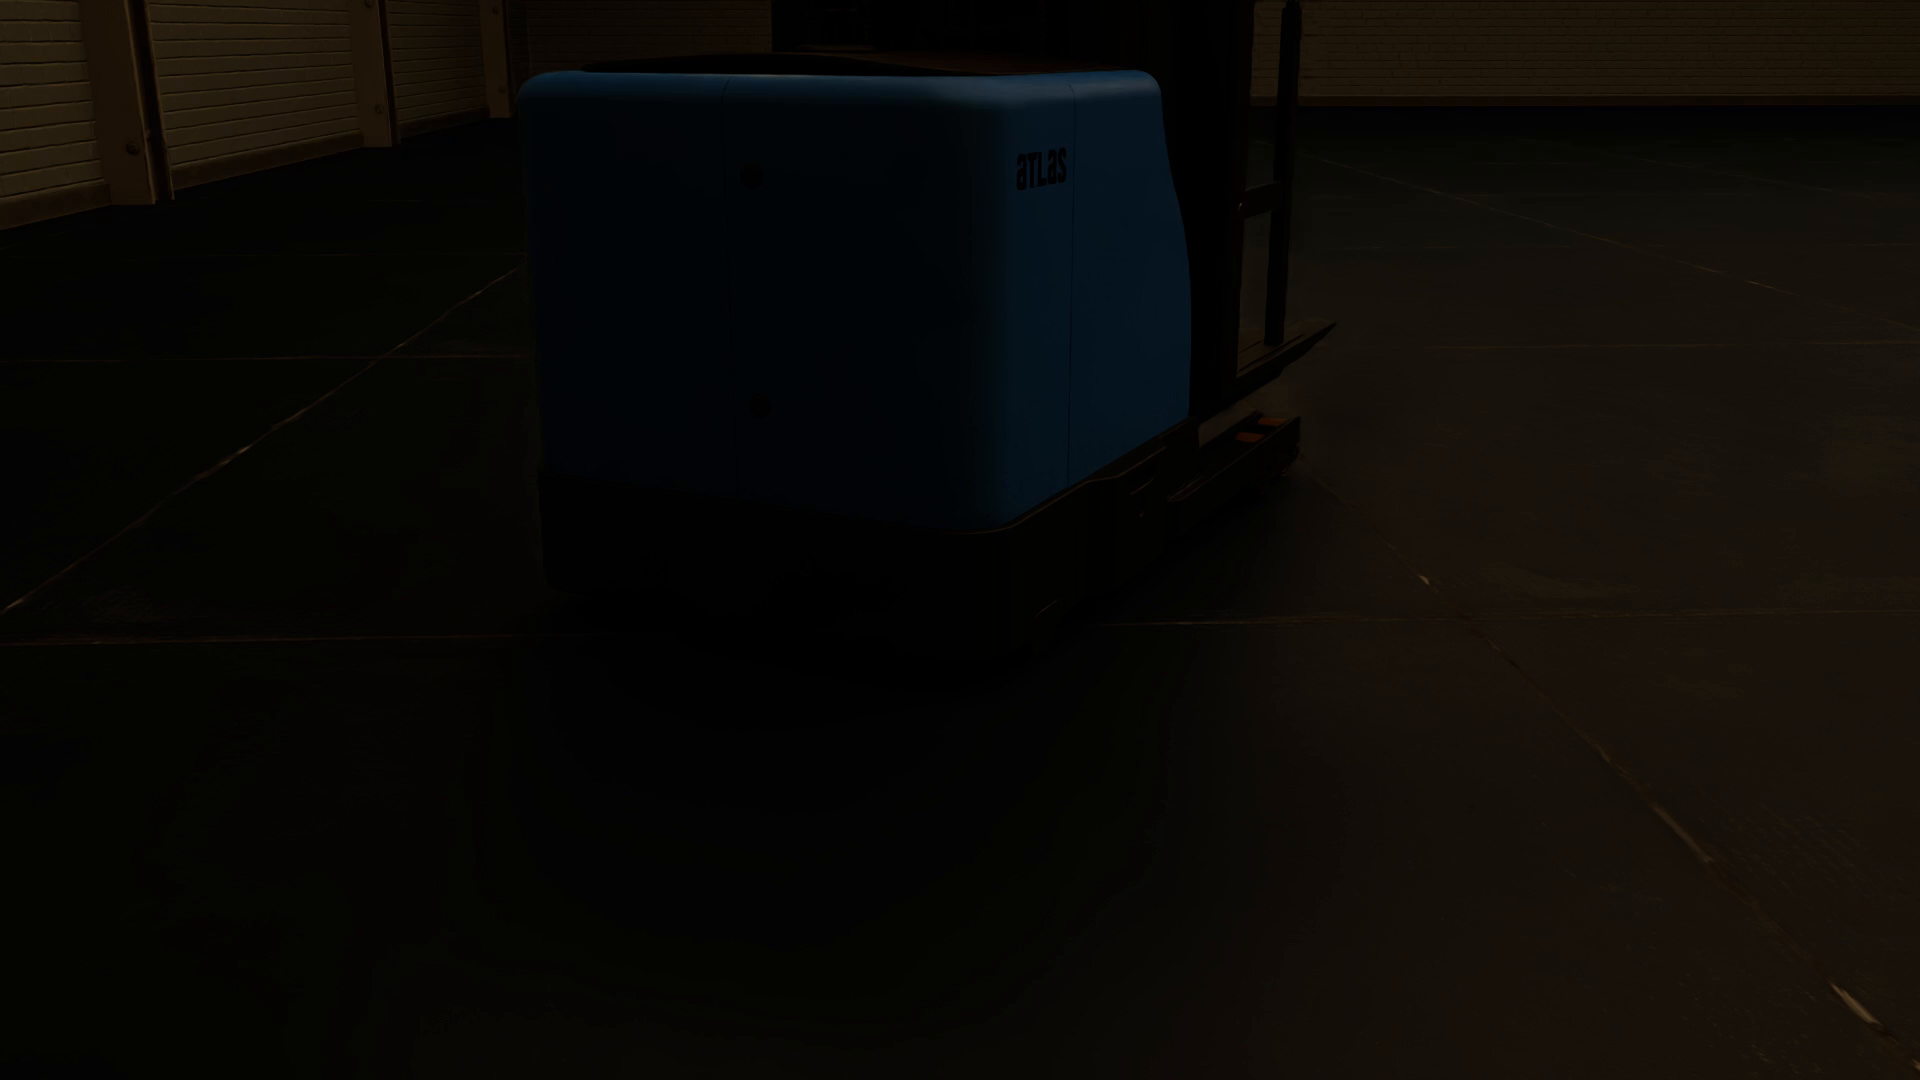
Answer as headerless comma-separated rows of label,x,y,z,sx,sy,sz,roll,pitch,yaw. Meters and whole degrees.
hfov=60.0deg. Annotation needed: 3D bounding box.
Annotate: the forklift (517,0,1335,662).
forklift,0.265,-1.568,4.034,1.130,2.935,3.031,8,19,26
